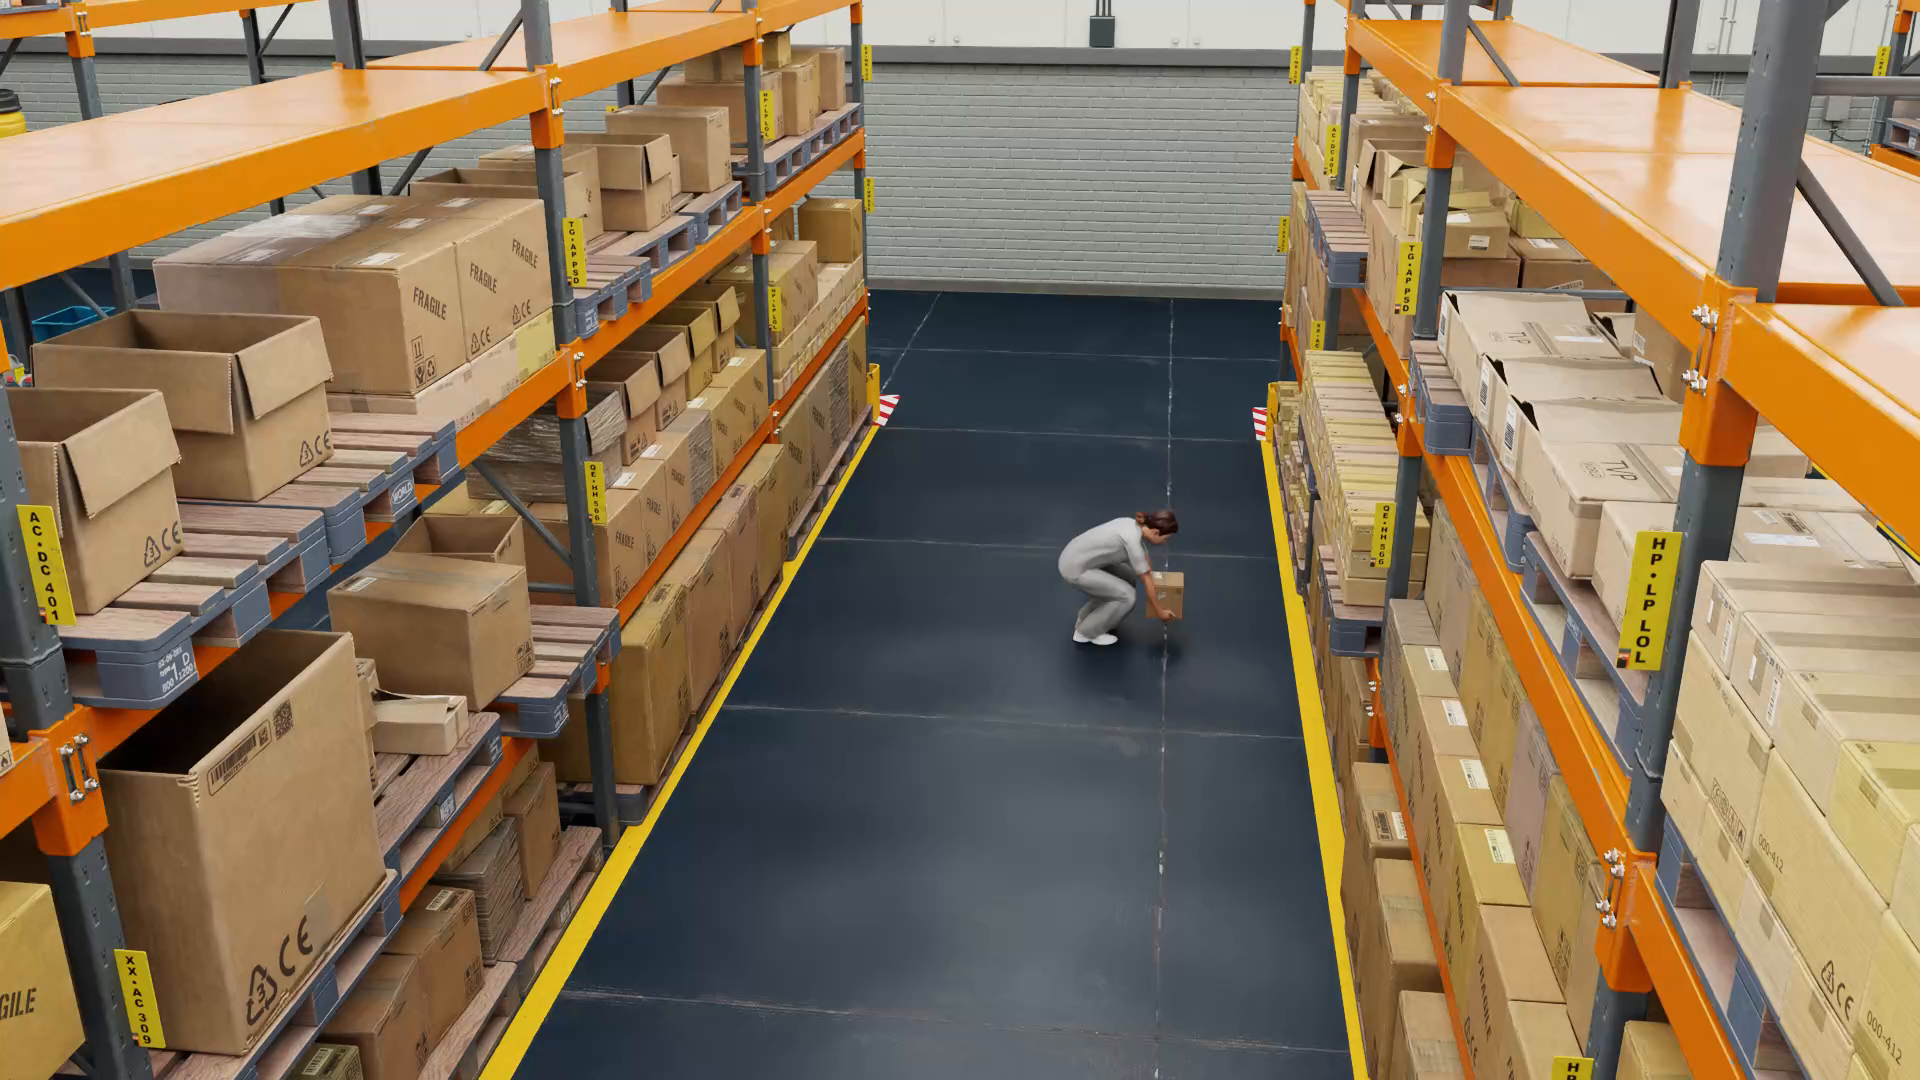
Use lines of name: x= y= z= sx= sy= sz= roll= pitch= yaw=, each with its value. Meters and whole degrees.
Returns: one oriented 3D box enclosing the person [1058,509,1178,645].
person: x=1.093 y=0.238 z=11.499 sx=0.830 sy=0.938 sz=0.461 roll=2 pitch=21 yaw=5
